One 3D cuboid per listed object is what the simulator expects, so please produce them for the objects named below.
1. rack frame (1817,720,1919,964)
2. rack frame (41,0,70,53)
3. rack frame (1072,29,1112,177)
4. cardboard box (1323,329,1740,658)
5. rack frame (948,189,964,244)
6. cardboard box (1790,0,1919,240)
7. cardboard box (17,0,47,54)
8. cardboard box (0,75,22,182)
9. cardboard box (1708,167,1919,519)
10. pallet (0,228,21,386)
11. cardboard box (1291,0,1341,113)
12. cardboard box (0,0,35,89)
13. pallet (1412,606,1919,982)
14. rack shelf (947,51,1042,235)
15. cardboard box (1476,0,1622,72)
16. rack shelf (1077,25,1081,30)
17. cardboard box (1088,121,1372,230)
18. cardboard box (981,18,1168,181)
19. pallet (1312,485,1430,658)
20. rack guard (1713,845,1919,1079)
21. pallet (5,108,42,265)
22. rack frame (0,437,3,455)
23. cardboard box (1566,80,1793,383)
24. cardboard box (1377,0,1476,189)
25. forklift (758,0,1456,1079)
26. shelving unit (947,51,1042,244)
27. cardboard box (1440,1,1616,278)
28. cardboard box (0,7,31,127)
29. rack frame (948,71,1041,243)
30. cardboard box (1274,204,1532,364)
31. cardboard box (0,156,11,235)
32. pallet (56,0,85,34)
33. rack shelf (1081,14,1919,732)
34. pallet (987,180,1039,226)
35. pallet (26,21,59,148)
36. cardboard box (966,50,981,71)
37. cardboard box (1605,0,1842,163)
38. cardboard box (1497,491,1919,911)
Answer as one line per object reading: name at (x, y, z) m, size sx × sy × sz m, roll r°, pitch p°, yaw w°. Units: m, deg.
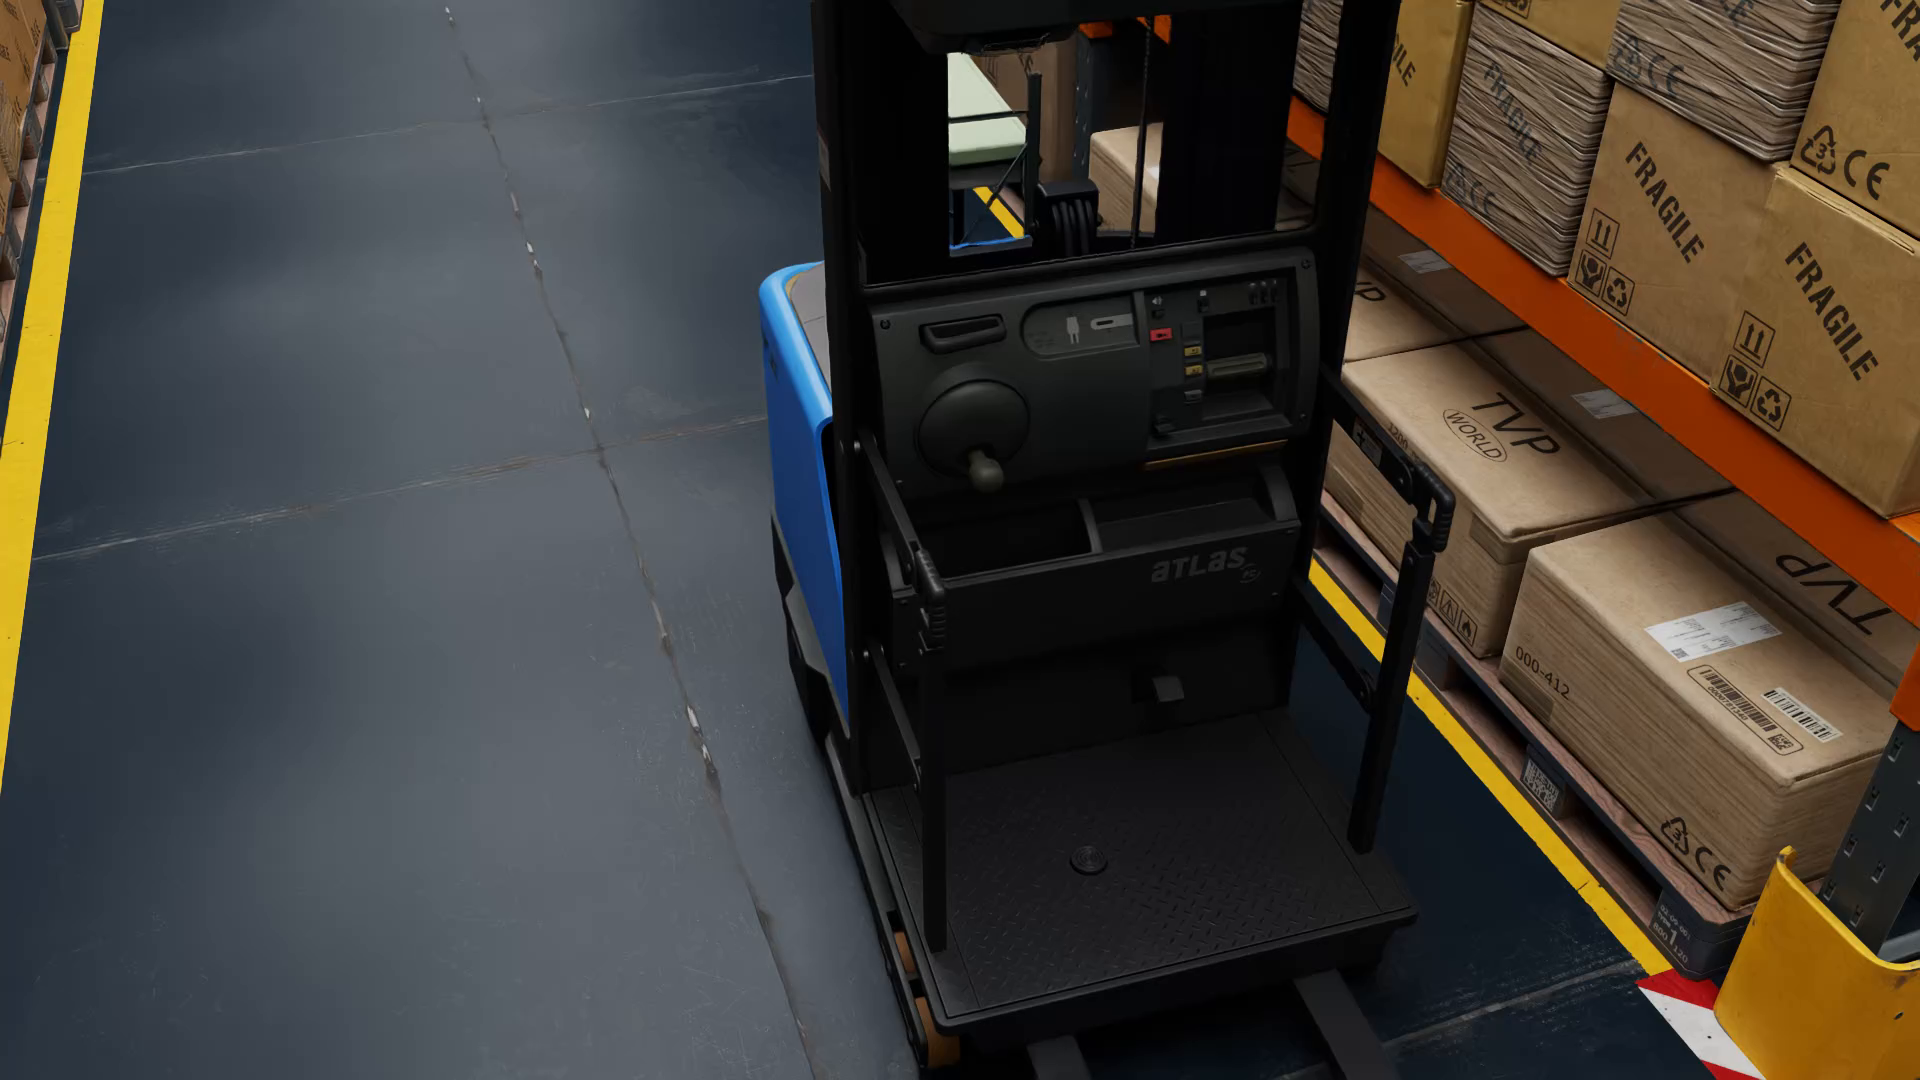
rack frame at (2.307, -0.168, 2.980) m, size 1.000 × 3.000 × 0.127 m, roll -12°, pitch 39°, yaw -16°
rack frame at (-5.105, -3.658, 7.613) m, size 1.000 × 3.000 × 0.127 m, roll -12°, pitch 39°, yaw -16°
rack frame at (0.930, -2.428, 5.980) m, size 1.000 × 3.000 × 0.127 m, roll -12°, pitch 39°, yaw -16°
cardboard box at (1.663, -0.180, 4.776) m, size 0.875 × 0.438 × 0.875 m, roll -11°, pitch 38°, yaw -15°
rack frame at (-0.184, -1.030, 5.370) m, size 0.400 × 1.500 × 0.023 m, roll -10°, pitch 38°, yaw -13°
cardboard box at (1.917, -0.831, 2.945) m, size 0.500 × 0.500 × 0.500 m, roll -11°, pitch 38°, yaw -14°
cardboard box at (-4.758, -2.633, 7.981) m, size 0.500 × 0.500 × 0.500 m, roll -11°, pitch 38°, yaw -15°
cardboard box at (-4.217, -1.763, 6.826) m, size 0.500 × 0.500 × 0.500 m, roll -14°, pitch 39°, yaw -18°
cardboard box at (1.892, -0.426, 3.239) m, size 0.500 × 0.500 × 0.500 m, roll -12°, pitch 39°, yaw -16°
pallet at (-4.044, -0.736, 6.052) m, size 1.003 × 0.211 × 1.213 m, roll -12°, pitch 39°, yaw -16°
cardboard box at (1.180, -1.581, 4.773) m, size 0.500 × 0.500 × 0.500 m, roll -12°, pitch 39°, yaw -16°
cardboard box at (-4.596, -2.348, 7.602) m, size 0.500 × 0.500 × 0.500 m, roll -13°, pitch 39°, yaw -17°
pallet at (1.958, 0.510, 4.397) m, size 1.003 × 0.211 × 1.213 m, roll -12°, pitch 39°, yaw -16°
rack shelf at (-0.082, -1.130, 4.855) m, size 0.431 × 0.370 × 0.720 m, roll -10°, pitch 38°, yaw -13°
cardboard box at (1.543, -1.400, 3.701) m, size 0.500 × 0.500 × 0.500 m, roll -13°, pitch 39°, yaw -16°
rack shelf at (0.242, -3.270, 7.697) m, size 1.077 × 0.370 × 4.000 m, roll -12°, pitch 39°, yaw -16°
cardboard box at (1.046, -1.195, 6.124) m, size 0.875 × 0.438 × 0.875 m, roll -13°, pitch 39°, yaw -17°
cardboard box at (0.642, -2.081, 6.936) m, size 0.875 × 0.875 × 0.875 m, roll -11°, pitch 38°, yaw -15°
pallet at (1.542, -0.178, 5.311) m, size 1.003 × 0.211 × 1.213 m, roll -12°, pitch 39°, yaw -16°
rack guard at (2.315, 0.844, 3.714) m, size 1.175 × 0.500 × 0.348 m, roll -12°, pitch 39°, yaw -16°
pallet at (-4.468, -1.426, 6.968) m, size 1.003 × 0.211 × 1.213 m, roll -12°, pitch 39°, yaw -16°
rack frame at (-3.729, -1.398, 4.613) m, size 1.000 × 3.000 × 0.127 m, roll -12°, pitch 39°, yaw -16°
cardboard box at (1.734, -0.713, 3.620) m, size 0.500 × 0.500 × 0.500 m, roll -13°, pitch 39°, yaw -17°
cardboard box at (1.358, -1.290, 4.386) m, size 0.500 × 0.500 × 0.500 m, roll -11°, pitch 38°, yaw -15°
forklift at (0.348, -0.267, 3.168) m, size 1.130 × 2.935 × 3.031 m, roll -10°, pitch 38°, yaw -13°
shelving unit at (-0.082, -0.818, 5.090) m, size 0.431 × 1.500 × 0.755 m, roll -10°, pitch 38°, yaw -13°
cardboard box at (1.547, -1.001, 4.003) m, size 0.500 × 0.500 × 0.500 m, roll -11°, pitch 38°, yaw -15°
cardboard box at (-4.413, -2.053, 7.211) m, size 0.500 × 0.500 × 0.500 m, roll -11°, pitch 38°, yaw -14°
rack frame at (0.020, -0.607, 4.809) m, size 0.400 × 1.500 × 0.023 m, roll -10°, pitch 38°, yaw -13°
cardboard box at (1.354, -0.690, 5.453) m, size 0.875 × 0.438 × 0.875 m, roll -14°, pitch 39°, yaw -17°
cardboard box at (-4.044, -1.469, 6.435) m, size 0.500 × 0.500 × 0.500 m, roll -14°, pitch 39°, yaw -17°
pallet at (-5.352, -3.017, 9.080) m, size 1.003 × 0.211 × 1.213 m, roll -12°, pitch 39°, yaw -16°
rack shelf at (1.618, -1.011, 4.697) m, size 1.077 × 0.370 × 4.000 m, roll -12°, pitch 39°, yaw -16°
pallet at (0.594, -1.734, 7.377) m, size 1.003 × 0.211 × 1.213 m, roll -12°, pitch 39°, yaw -16°
pallet at (-4.884, -2.114, 7.882) m, size 1.003 × 0.211 × 1.213 m, roll -12°, pitch 39°, yaw -16°
cardboard box at (0.324, -2.589, 7.611) m, size 0.875 × 0.875 × 0.875 m, roll -11°, pitch 38°, yaw -15°
cardboard box at (1.710, -1.120, 3.329) m, size 0.500 × 0.500 × 0.500 m, roll -12°, pitch 39°, yaw -16°
cardboard box at (1.986, 0.335, 4.092) m, size 0.875 × 0.438 × 0.875 m, roll -14°, pitch 39°, yaw -17°
